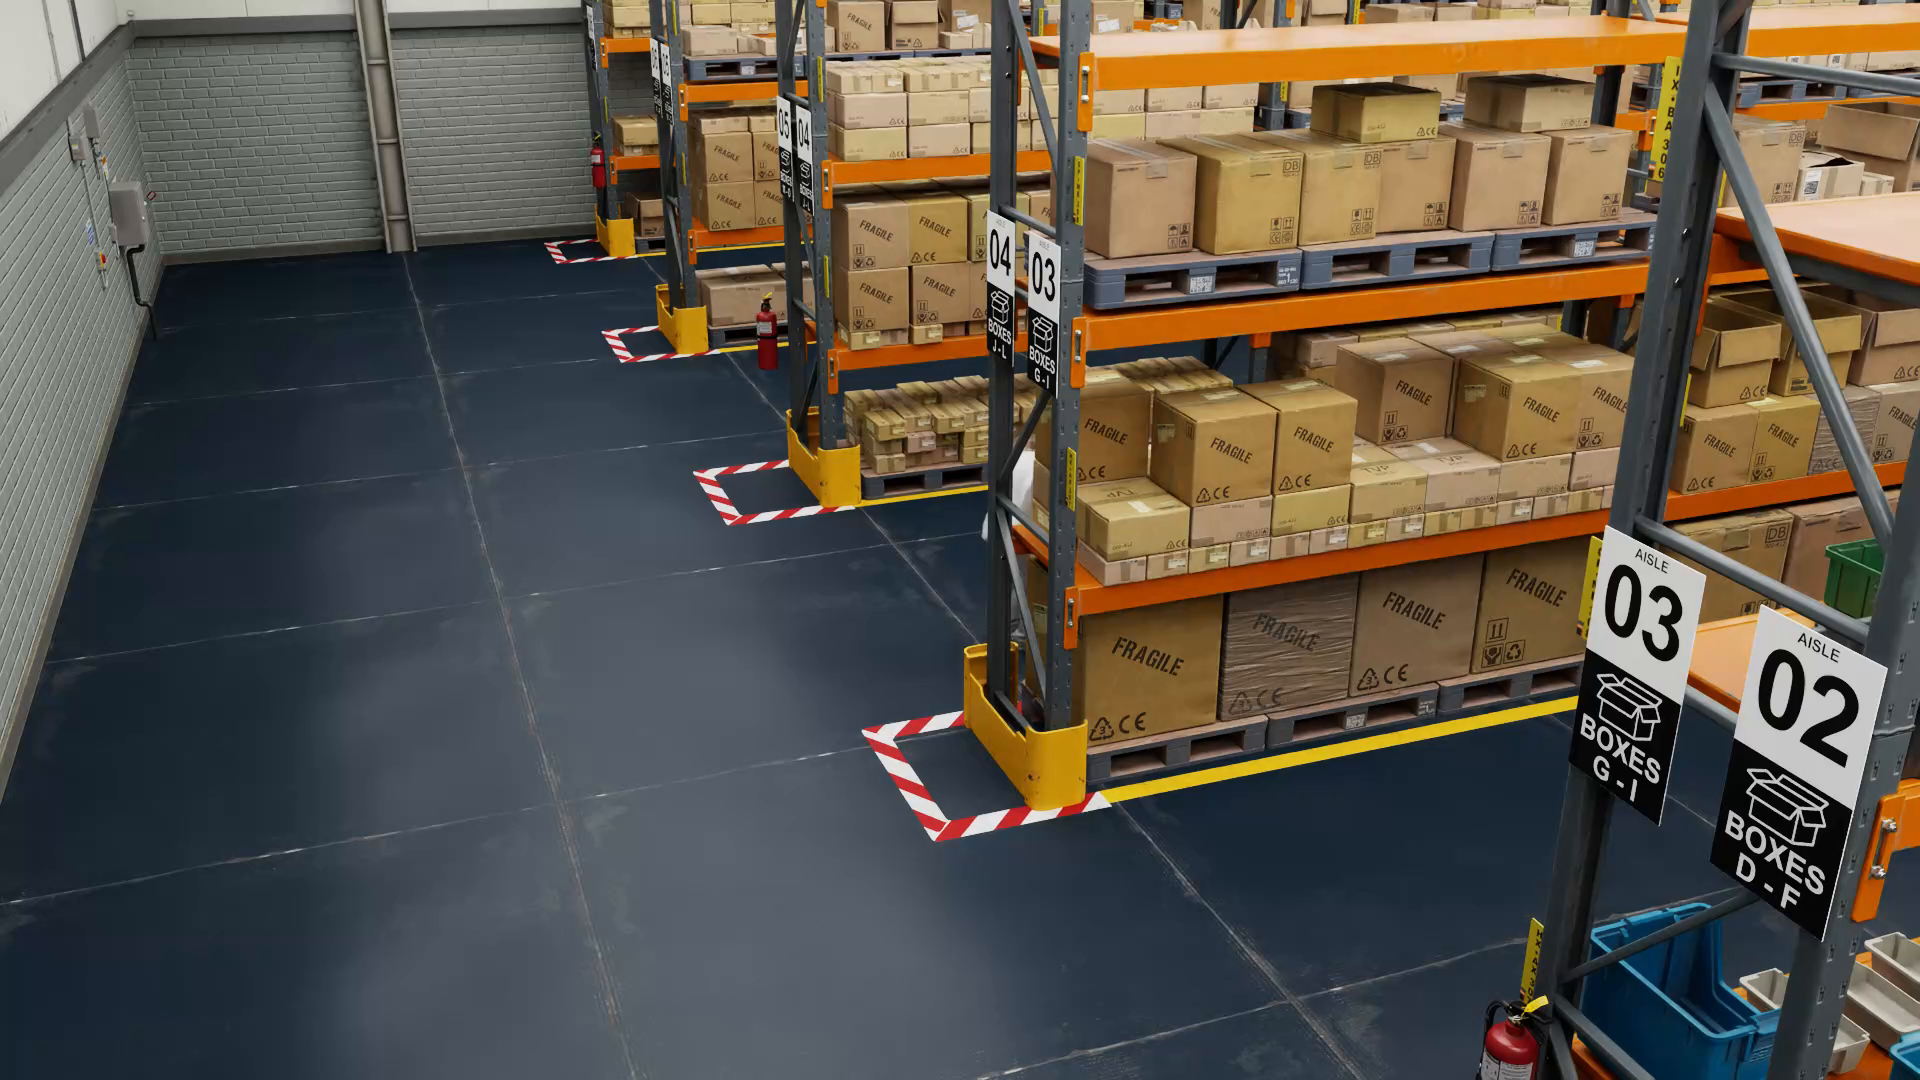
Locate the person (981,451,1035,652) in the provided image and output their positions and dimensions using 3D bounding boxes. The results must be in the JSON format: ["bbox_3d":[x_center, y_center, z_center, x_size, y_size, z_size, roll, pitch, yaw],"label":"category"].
[{"bbox_3d":[0.496,-0.023,11.227,0.708,1.490,0.629,-8,24,-19],"label":"person"}]
